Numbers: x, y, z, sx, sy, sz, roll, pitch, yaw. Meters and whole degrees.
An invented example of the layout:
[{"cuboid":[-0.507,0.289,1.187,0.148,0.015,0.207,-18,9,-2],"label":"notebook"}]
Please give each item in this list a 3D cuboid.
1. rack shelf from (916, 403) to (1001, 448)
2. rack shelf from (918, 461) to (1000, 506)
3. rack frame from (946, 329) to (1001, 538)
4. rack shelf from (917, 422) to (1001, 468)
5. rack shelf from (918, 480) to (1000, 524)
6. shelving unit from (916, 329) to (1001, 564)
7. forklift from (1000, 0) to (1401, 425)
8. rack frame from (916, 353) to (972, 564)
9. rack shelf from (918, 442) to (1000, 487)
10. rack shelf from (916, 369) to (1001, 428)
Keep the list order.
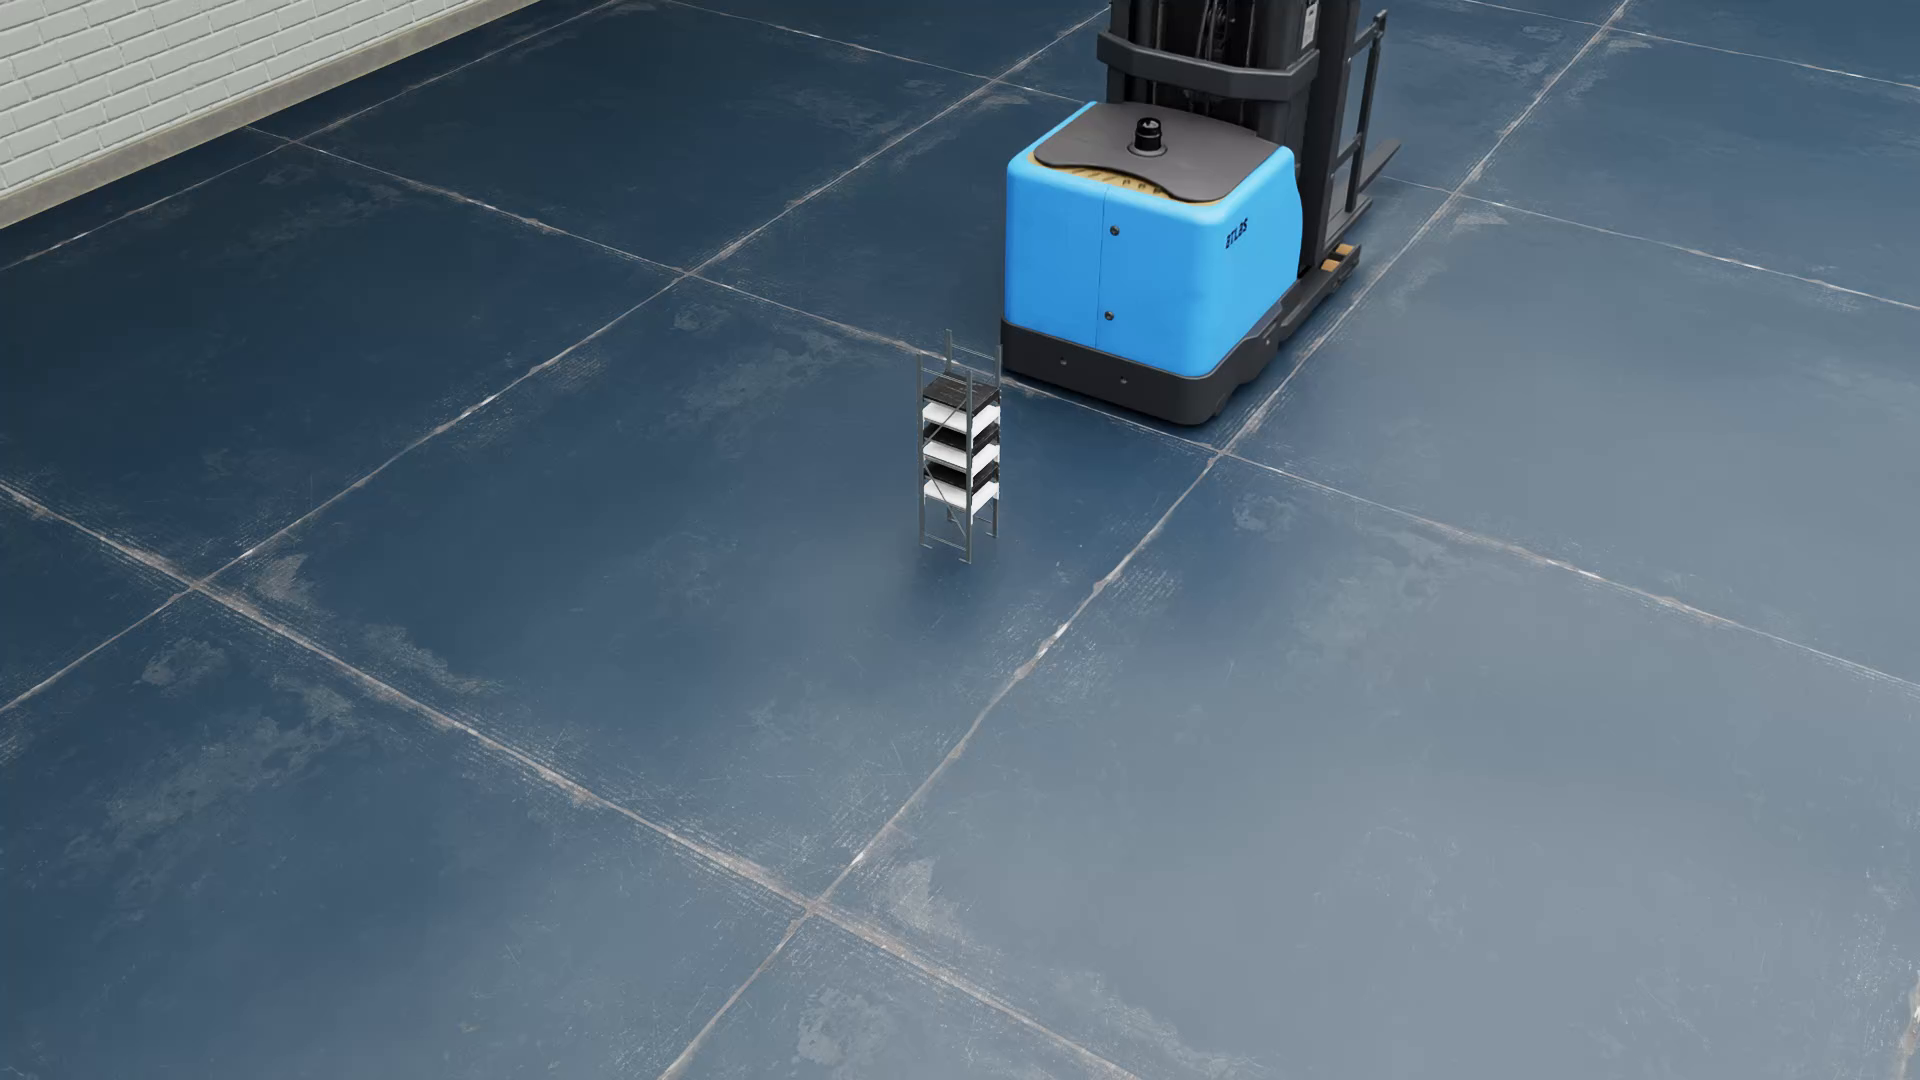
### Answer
[{"cuboid":[-0.004,-0.468,6.380,0.258,0.077,0.200,21,42,25],"label":"rack shelf"},{"cuboid":[-0.004,-0.255,6.545,0.258,0.077,0.200,21,42,25],"label":"rack shelf"},{"cuboid":[0.050,-0.405,6.538,0.240,0.900,0.006,21,42,25],"label":"rack frame"},{"cuboid":[-0.004,-0.397,6.435,0.258,0.077,0.200,21,42,25],"label":"rack shelf"},{"cuboid":[-0.004,-0.183,6.600,0.258,0.077,0.200,21,42,25],"label":"rack shelf"},{"cuboid":[-0.004,-0.352,6.470,0.258,0.900,0.210,21,42,25],"label":"shelving unit"},{"cuboid":[1.385,-2.538,7.642,1.130,2.935,3.031,21,42,24],"label":"forklift"},{"cuboid":[-0.059,-0.300,6.402,0.240,0.900,0.006,21,42,25],"label":"rack frame"},{"cuboid":[-0.004,-0.326,6.490,0.258,0.077,0.200,21,42,25],"label":"rack shelf"},{"cuboid":[-0.004,-0.540,6.325,0.258,0.077,0.200,21,42,25],"label":"rack shelf"}]
